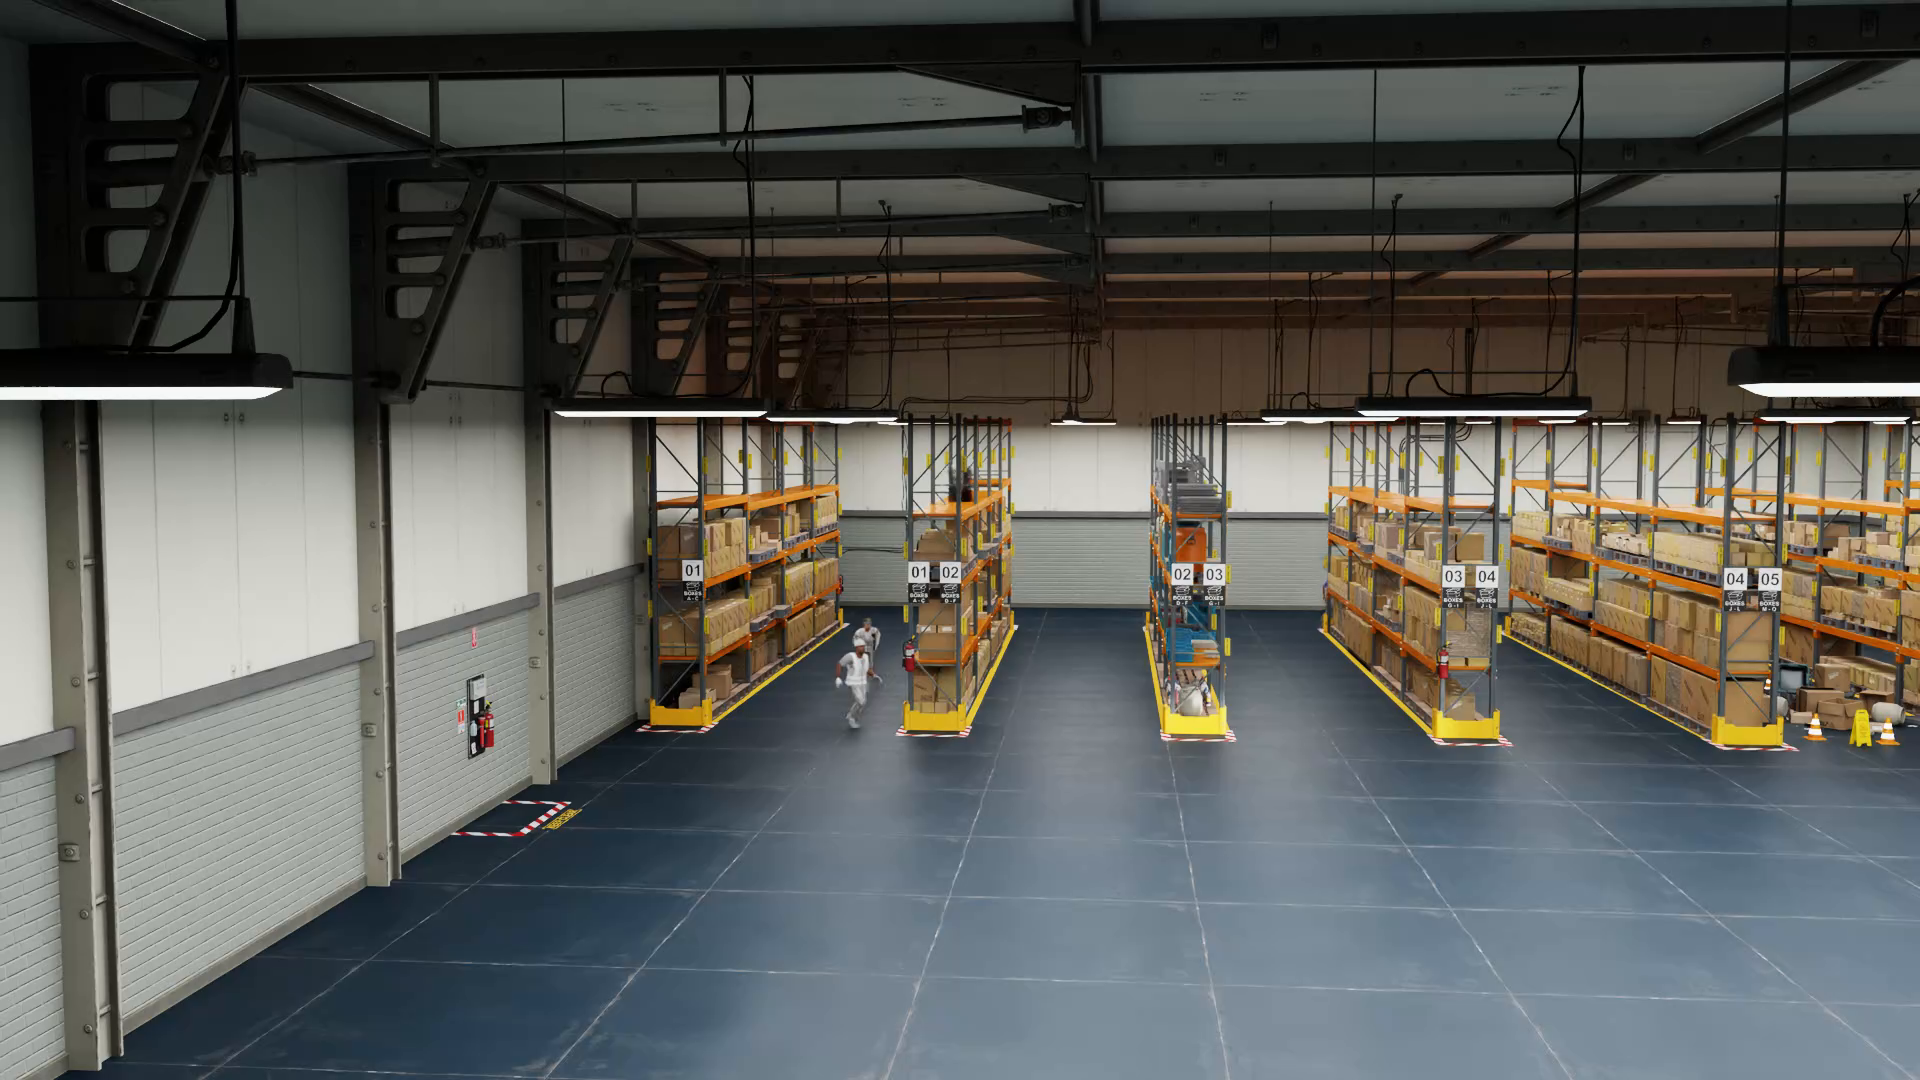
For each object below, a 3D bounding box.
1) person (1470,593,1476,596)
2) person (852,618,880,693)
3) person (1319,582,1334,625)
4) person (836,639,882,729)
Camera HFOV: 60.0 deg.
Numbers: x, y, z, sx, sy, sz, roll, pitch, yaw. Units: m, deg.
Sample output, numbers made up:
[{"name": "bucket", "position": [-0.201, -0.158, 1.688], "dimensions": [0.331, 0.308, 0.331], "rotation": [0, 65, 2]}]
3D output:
[{"name": "person", "position": [14.357, 1.746, 46.730], "dimensions": [0.746, 1.718, 0.689], "rotation": [3, 5, 34]}, {"name": "person", "position": [-2.073, 2.487, 36.428], "dimensions": [0.644, 1.645, 0.965], "rotation": [-1, 4, -16]}, {"name": "person", "position": [10.780, 1.699, 48.000], "dimensions": [0.876, 1.594, 0.556], "rotation": [3, 5, 35]}, {"name": "person", "position": [-1.918, 2.734, 31.487], "dimensions": [0.728, 1.723, 0.689], "rotation": [3, 5, 42]}]
